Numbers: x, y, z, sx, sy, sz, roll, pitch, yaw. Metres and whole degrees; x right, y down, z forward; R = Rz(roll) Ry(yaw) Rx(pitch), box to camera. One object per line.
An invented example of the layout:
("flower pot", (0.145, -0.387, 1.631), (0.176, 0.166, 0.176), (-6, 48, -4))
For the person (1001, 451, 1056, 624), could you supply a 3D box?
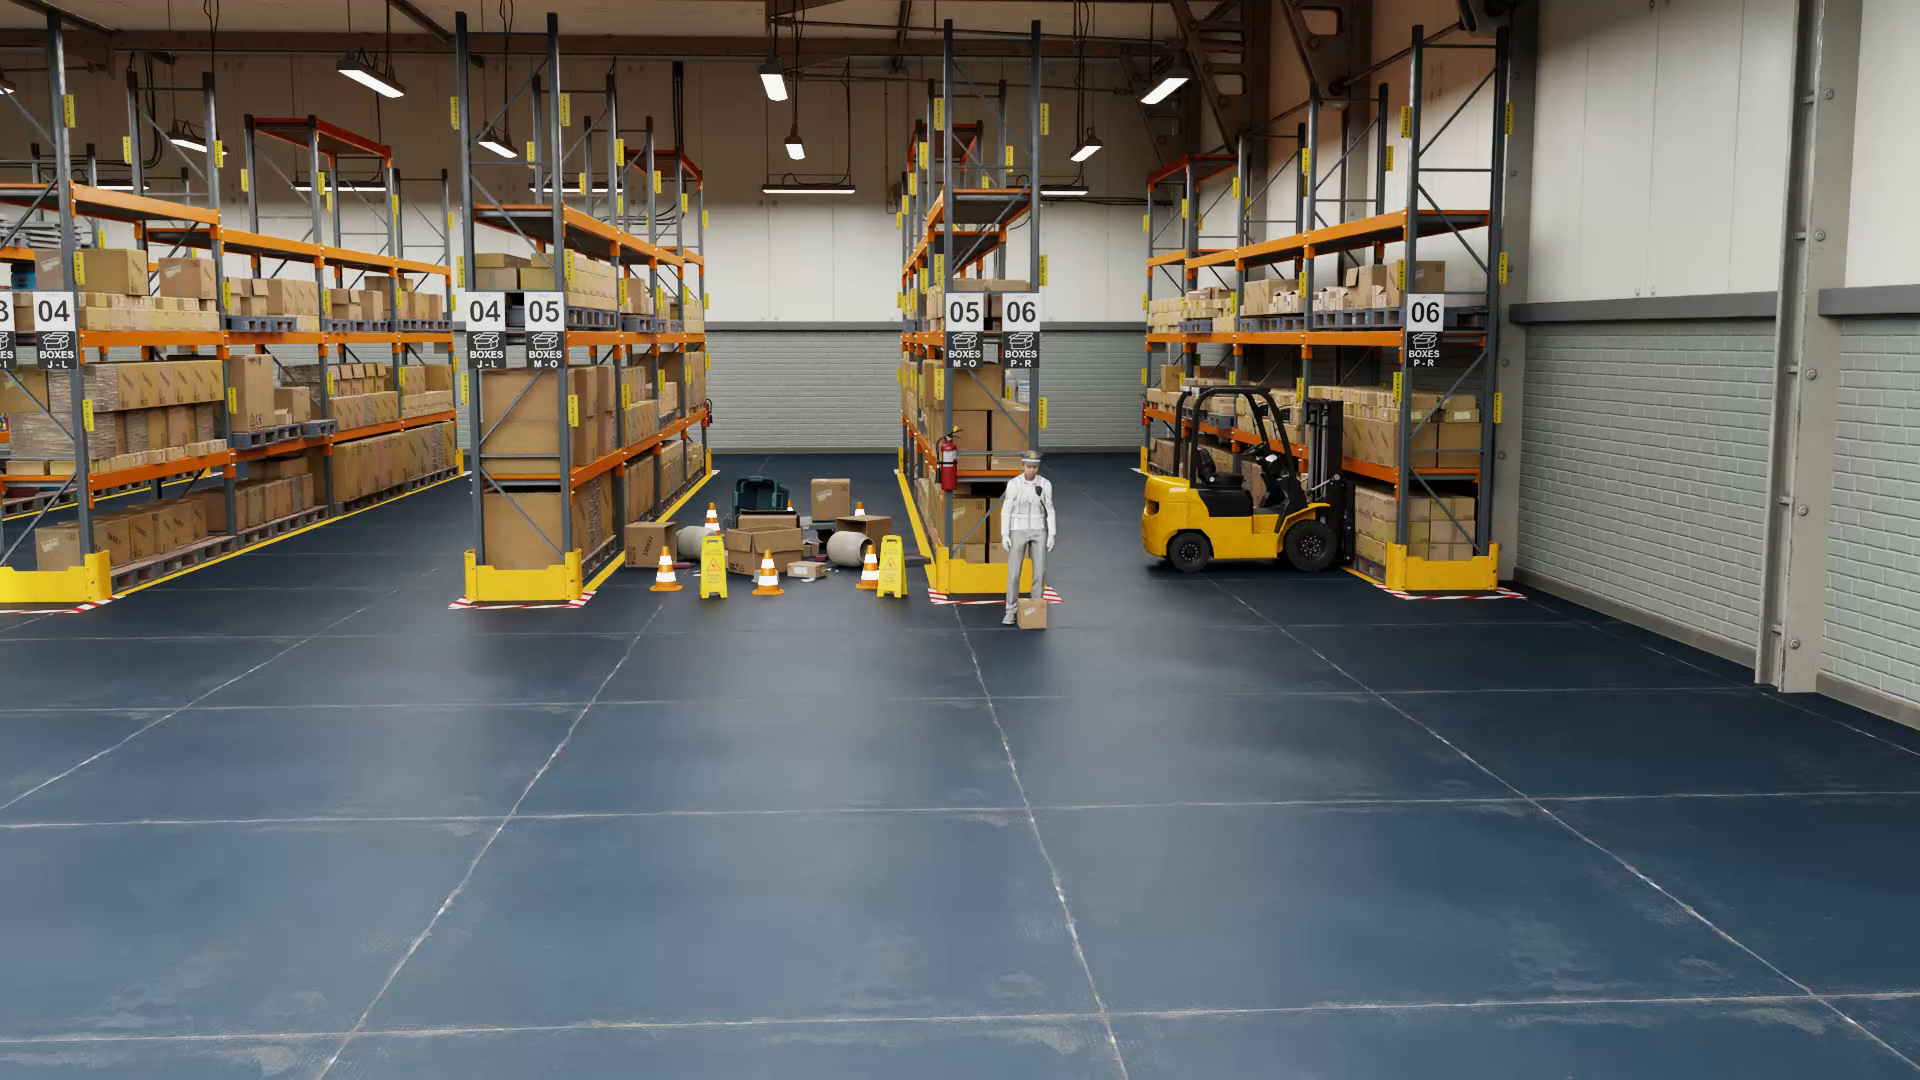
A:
("person", (0.659, -0.031, 15.991), (0.528, 1.663, 0.372), (0, 7, -4))
